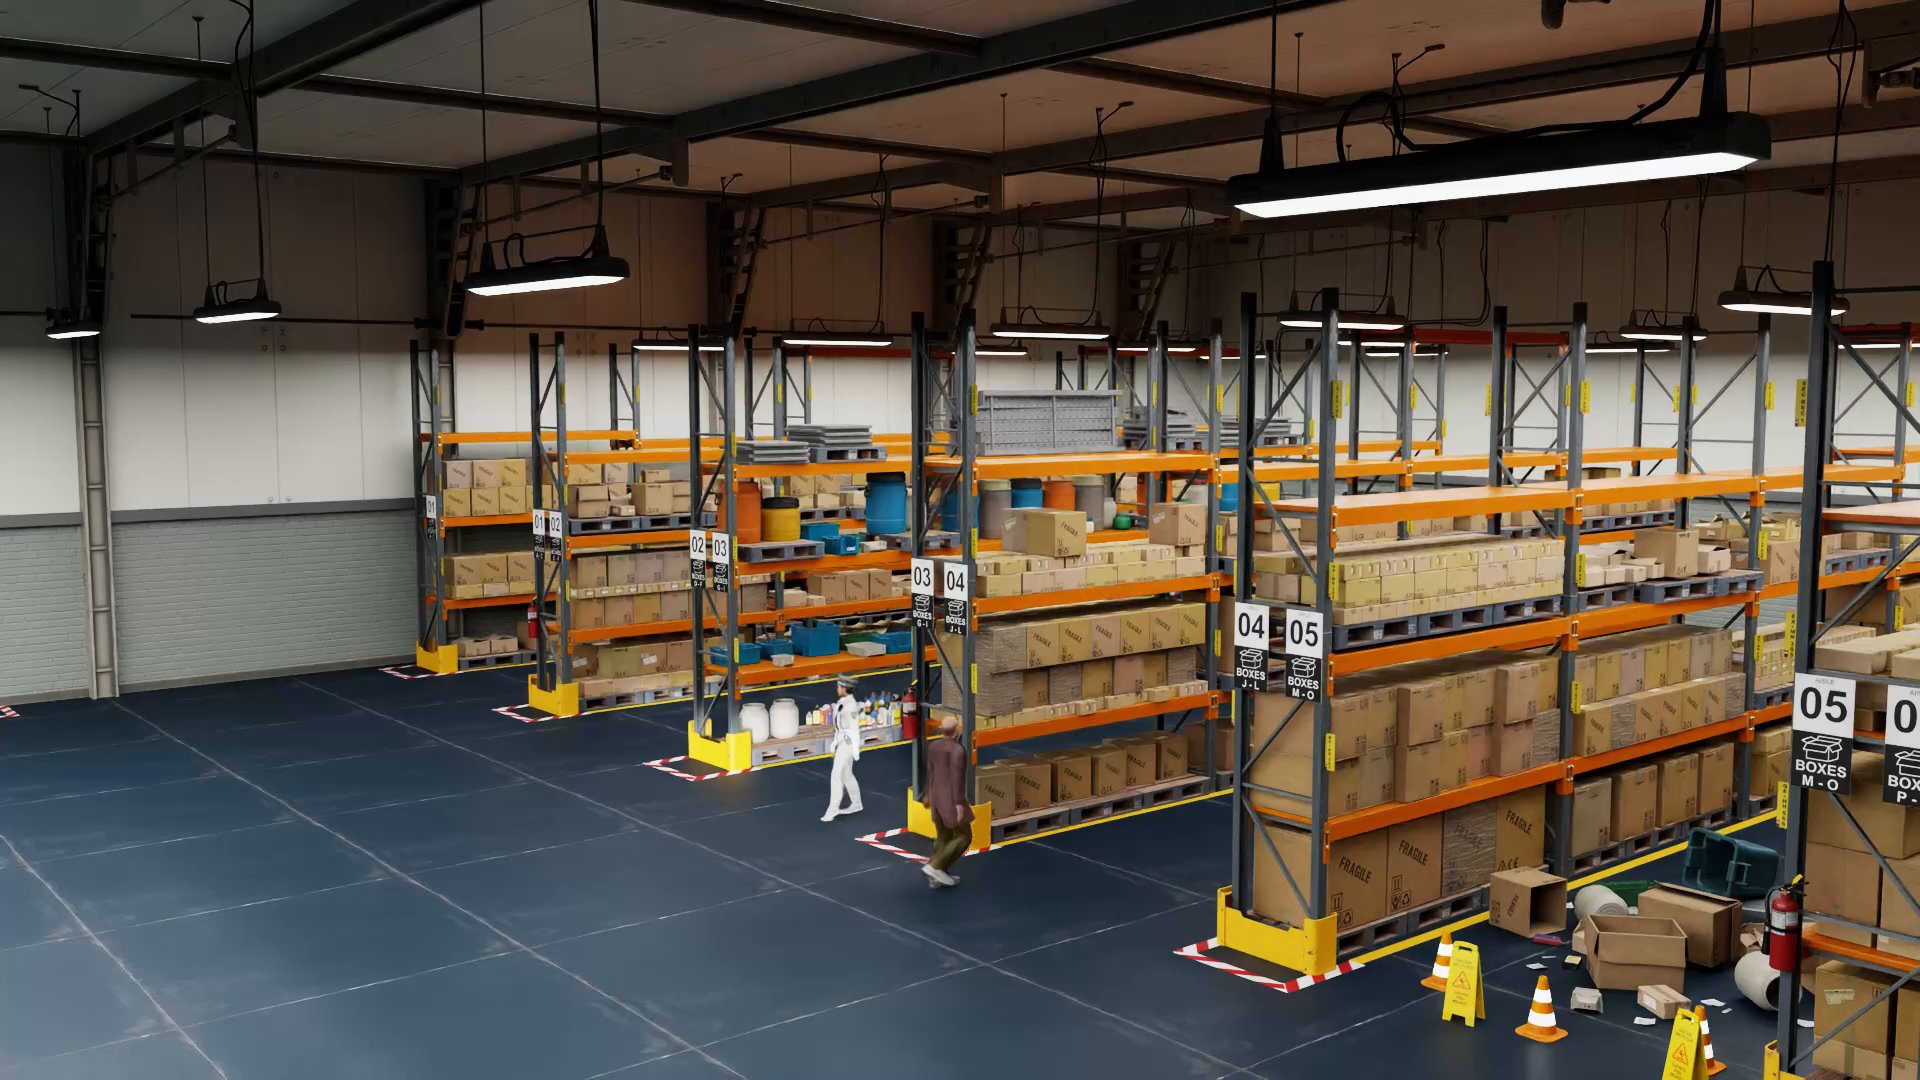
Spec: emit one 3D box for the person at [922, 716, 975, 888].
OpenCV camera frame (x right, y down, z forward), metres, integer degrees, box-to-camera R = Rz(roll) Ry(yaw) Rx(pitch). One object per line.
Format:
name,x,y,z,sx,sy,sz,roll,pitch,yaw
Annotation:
person,-0.158,2.696,17.097,0.571,1.770,0.617,-3,6,-27

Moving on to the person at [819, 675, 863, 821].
person,-1.452,2.498,20.066,0.552,1.708,0.588,-1,5,-10

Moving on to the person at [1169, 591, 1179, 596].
person,4.093,1.352,31.609,1.061,1.725,0.634,-4,7,-36
